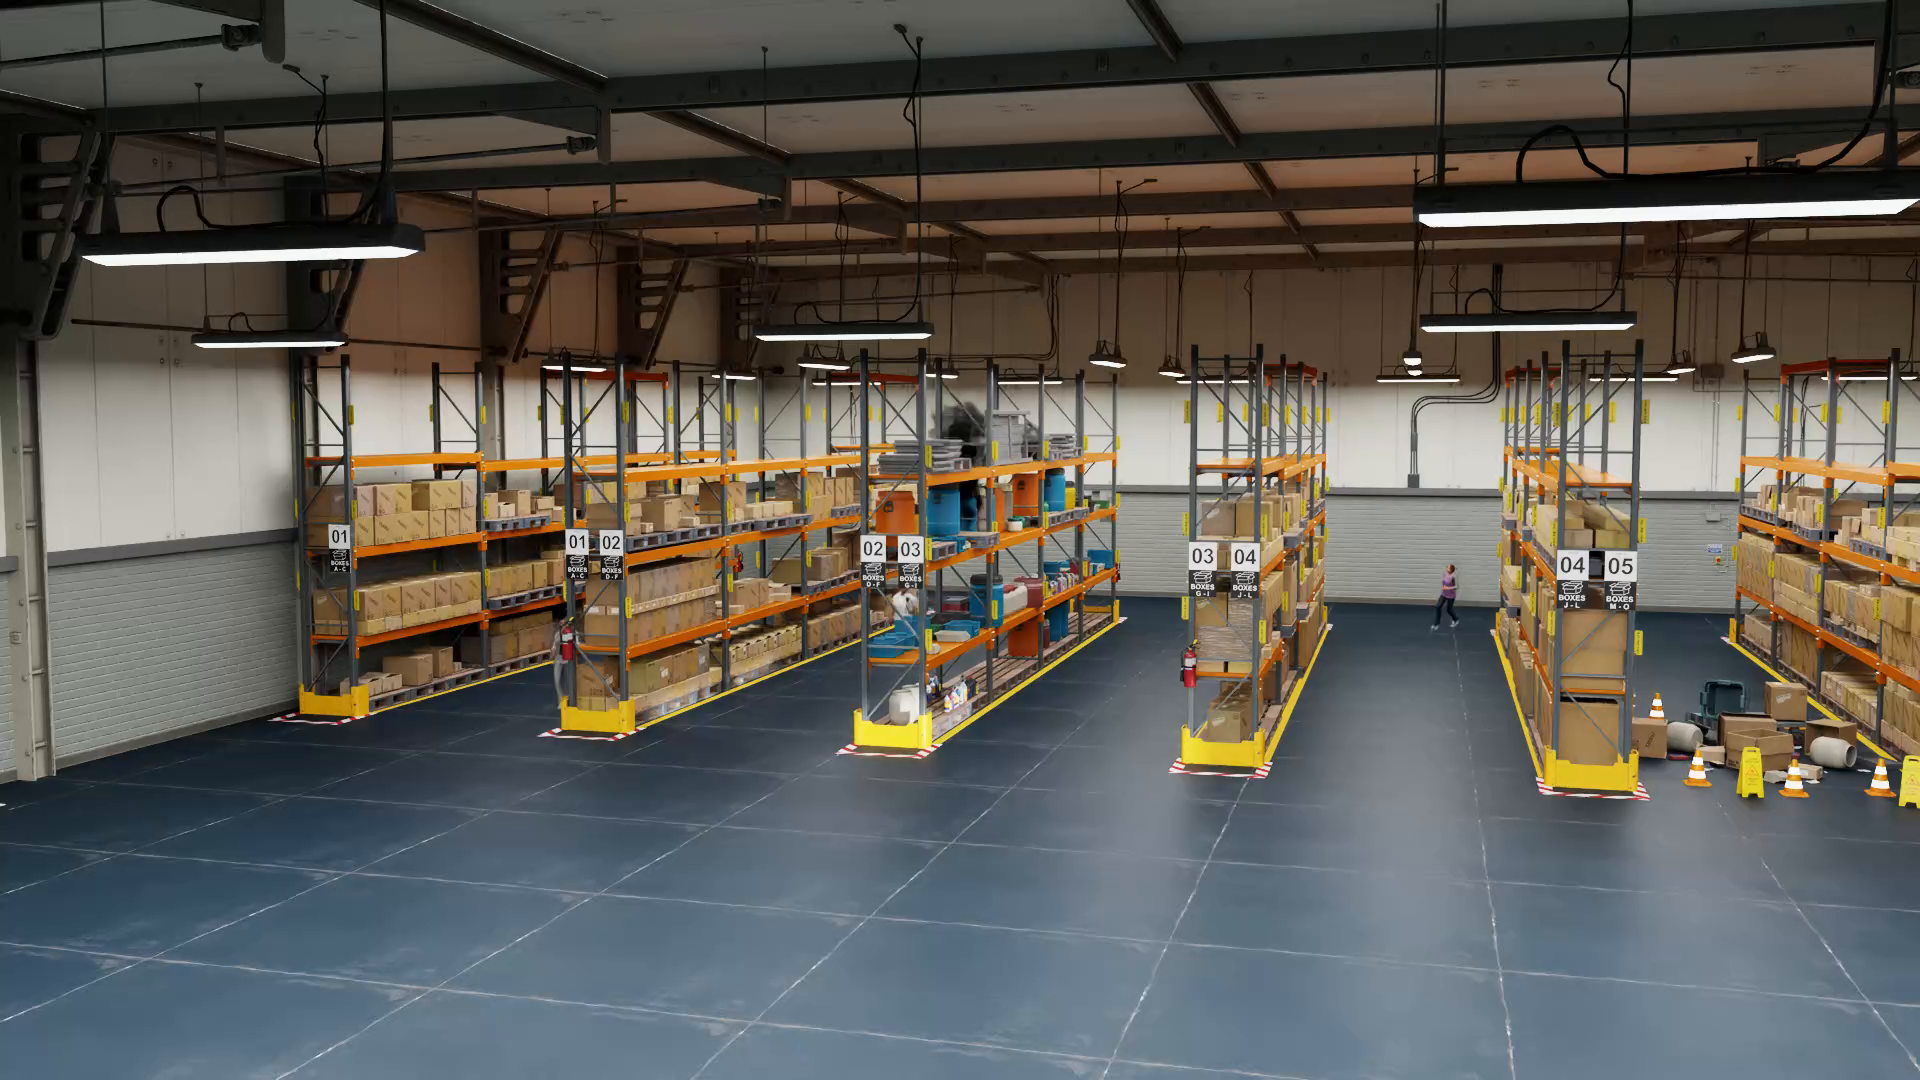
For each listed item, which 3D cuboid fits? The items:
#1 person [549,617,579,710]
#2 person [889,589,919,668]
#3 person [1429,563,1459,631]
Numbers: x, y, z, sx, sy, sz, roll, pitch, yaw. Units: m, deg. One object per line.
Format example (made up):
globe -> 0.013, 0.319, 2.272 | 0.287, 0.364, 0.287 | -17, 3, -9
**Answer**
person -> -6.750, 2.093, 28.441 | 0.541, 1.552, 0.666 | 1, 4, 12
person -> -1.042, 1.544, 31.240 | 0.593, 1.652, 0.672 | 1, 4, 16
person -> 11.386, 1.340, 38.602 | 0.833, 1.568, 0.566 | -2, 5, -30
